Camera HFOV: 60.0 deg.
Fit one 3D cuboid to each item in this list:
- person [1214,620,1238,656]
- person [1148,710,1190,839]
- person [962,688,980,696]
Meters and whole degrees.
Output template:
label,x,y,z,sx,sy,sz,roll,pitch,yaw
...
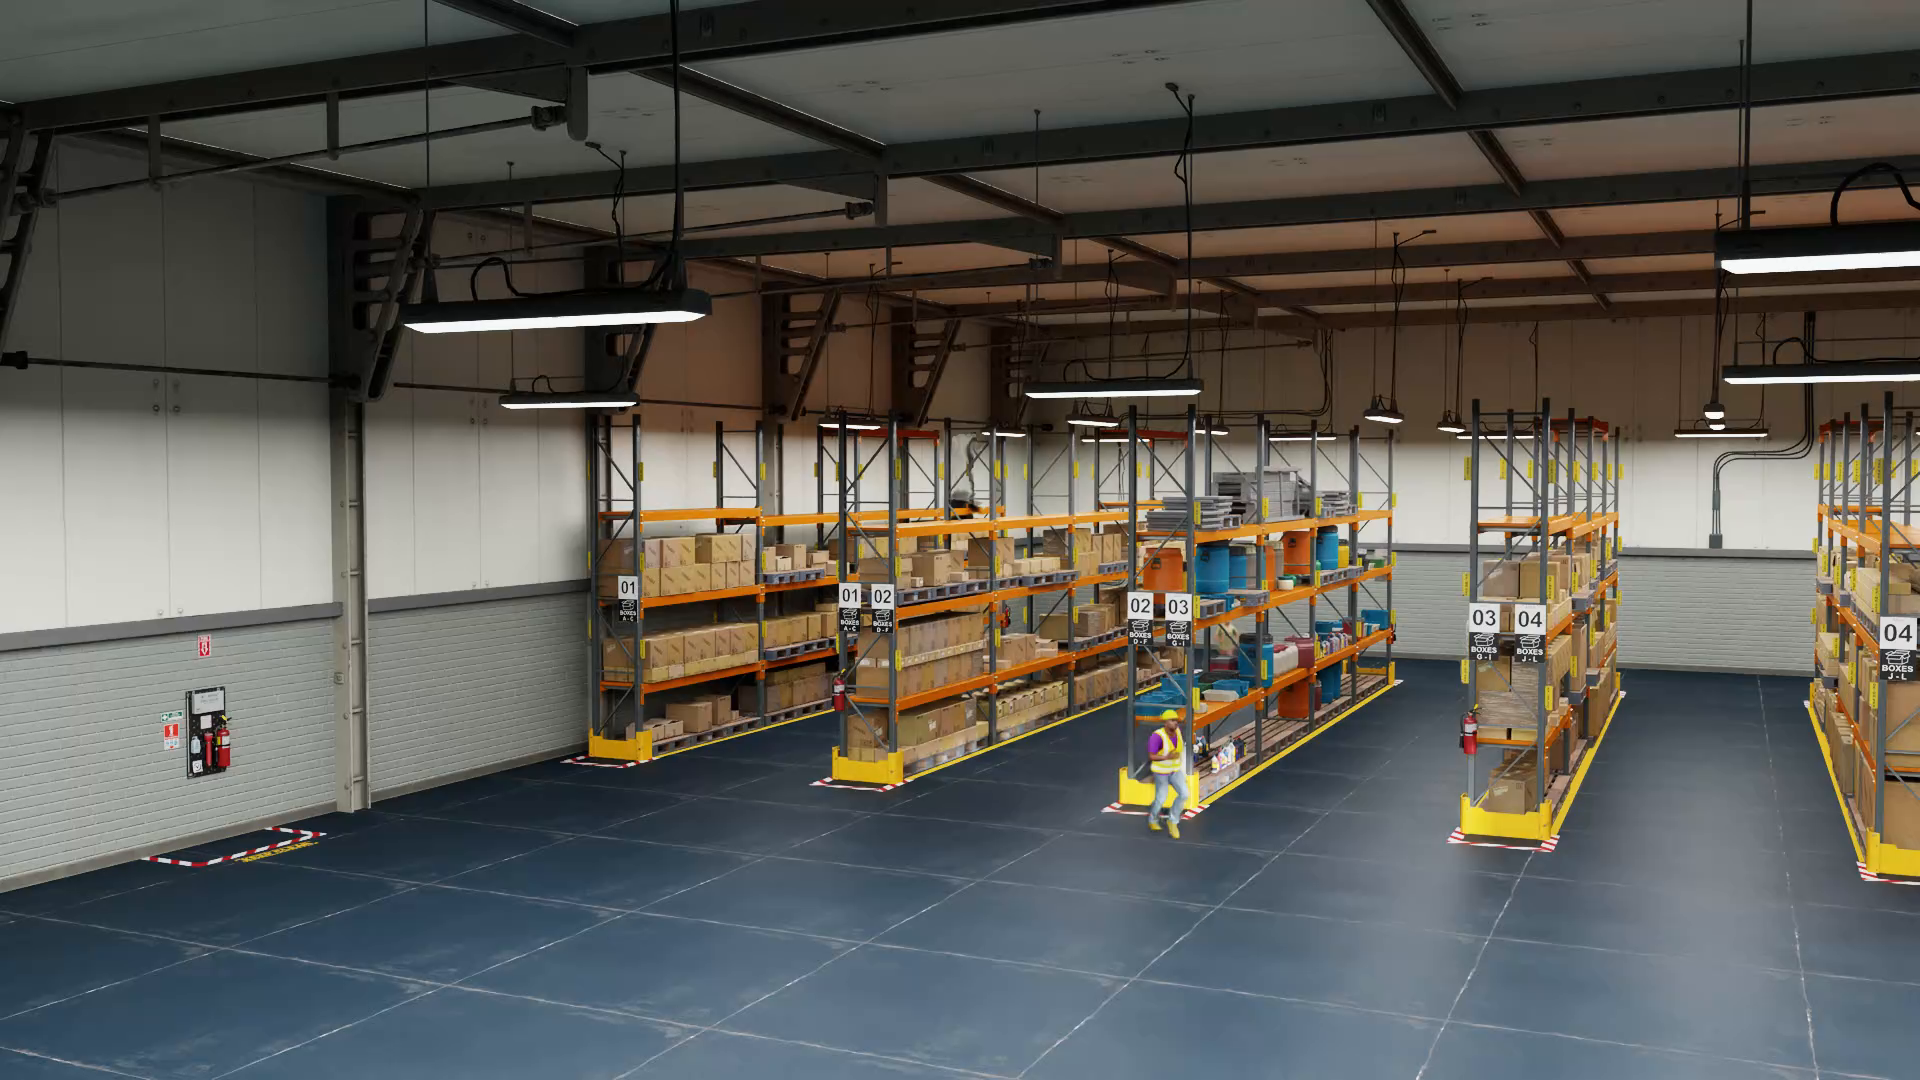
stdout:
label,x,y,z,sx,sy,sz,roll,pitch,yaw
person,6.247,2.567,39.052,0.583,1.636,0.819,0,2,8
person,2.840,3.187,22.754,0.731,1.767,0.817,-1,3,-30
person,0.162,2.785,35.452,0.491,1.581,0.917,1,3,21
